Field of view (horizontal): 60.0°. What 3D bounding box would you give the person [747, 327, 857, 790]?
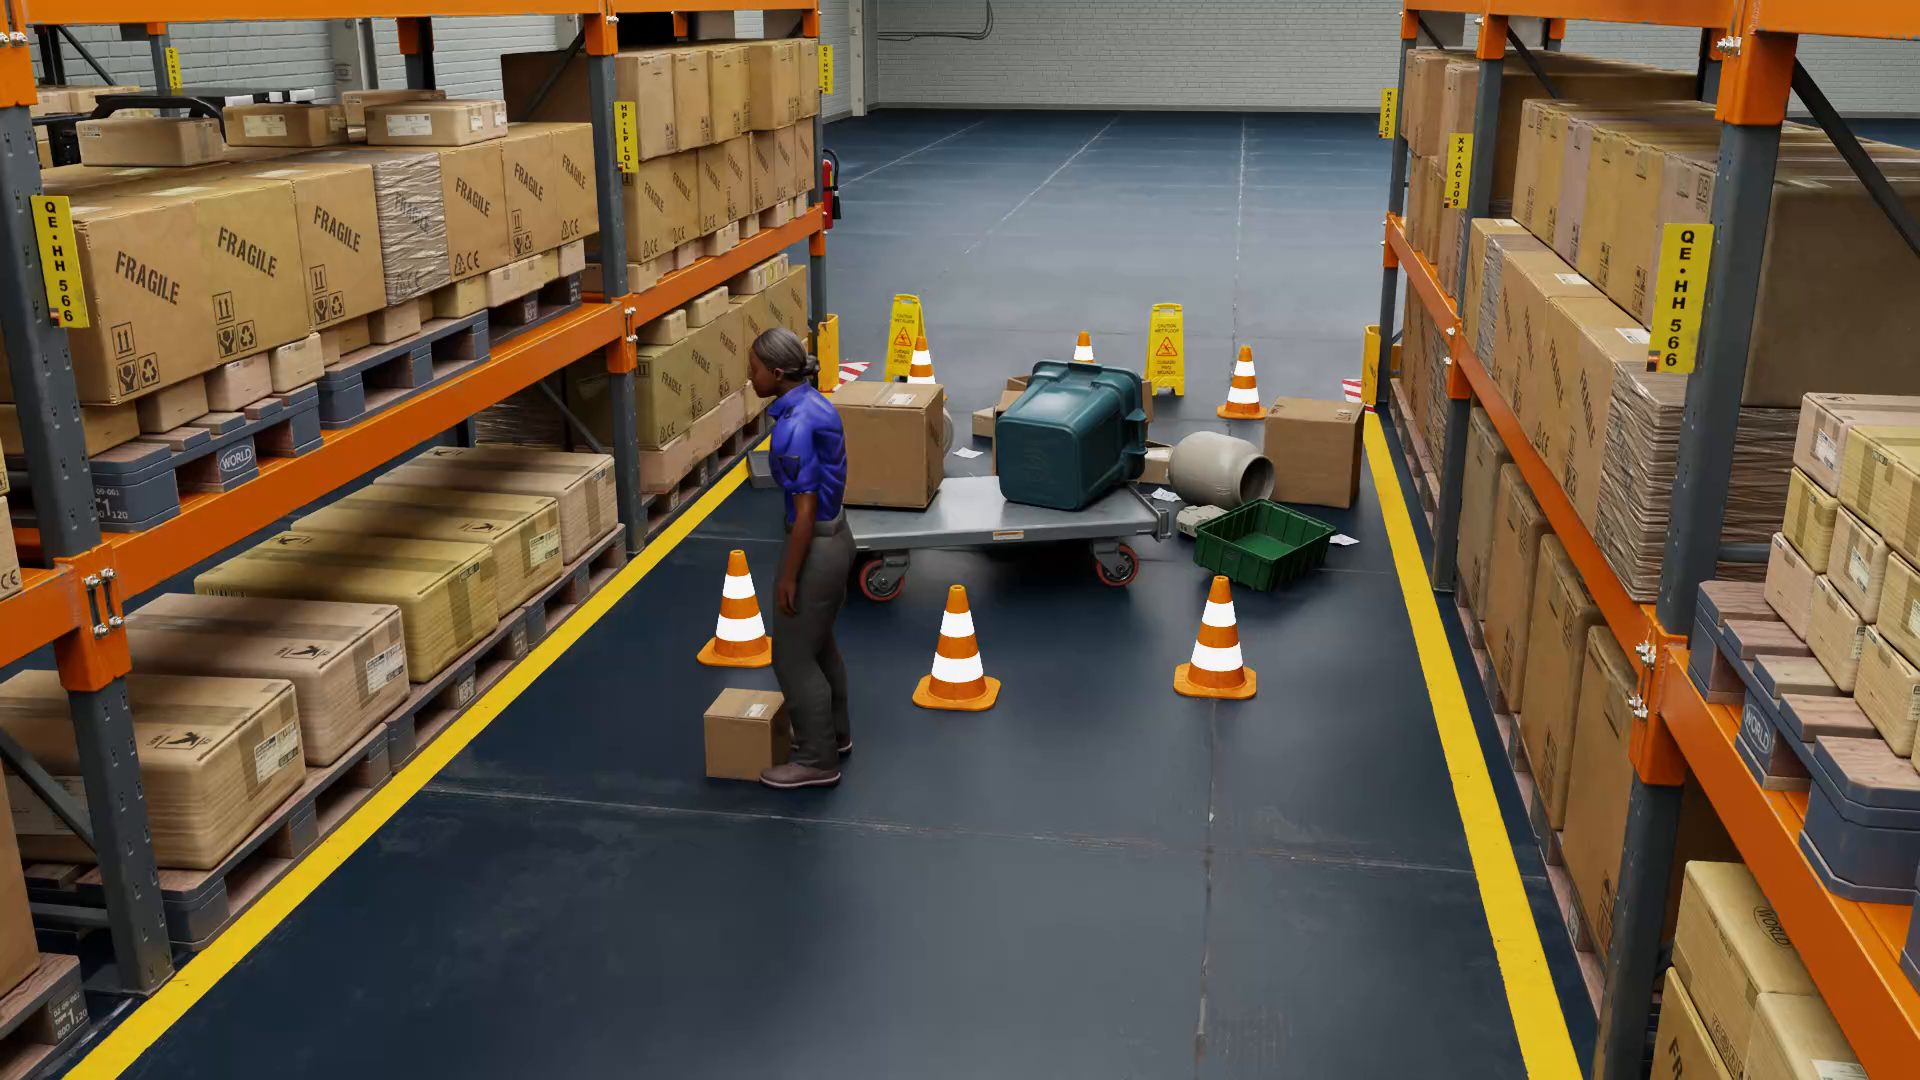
[{"bbox_3d":[-0.549,0.059,5.883,0.351,1.654,0.531,2,18,5],"label":"person"}]
